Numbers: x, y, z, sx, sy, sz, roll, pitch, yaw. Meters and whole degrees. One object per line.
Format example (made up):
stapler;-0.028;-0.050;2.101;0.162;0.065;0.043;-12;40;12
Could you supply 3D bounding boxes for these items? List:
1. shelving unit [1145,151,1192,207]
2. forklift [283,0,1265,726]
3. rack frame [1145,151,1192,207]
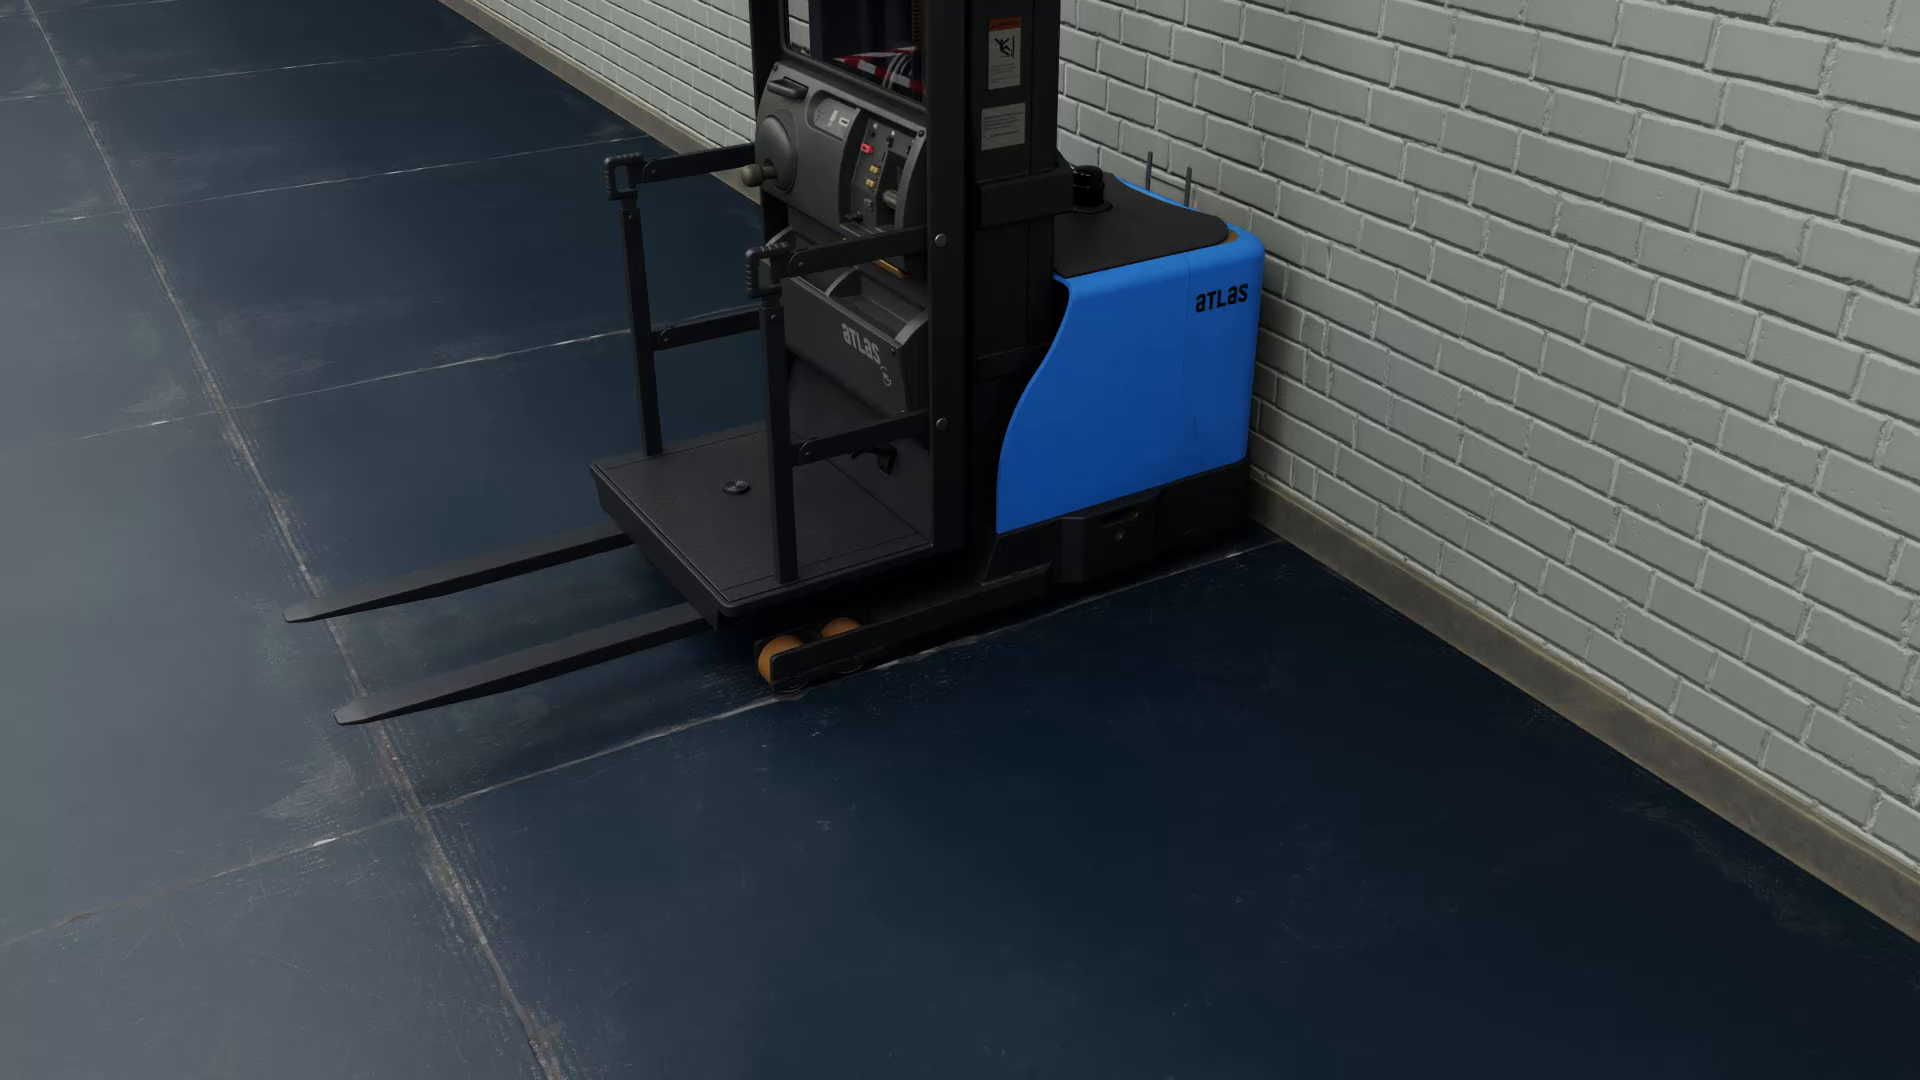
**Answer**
shelving unit;0.764;-0.763;5.889;0.189;1.200;0.258;-14;32;-27
forklift;-0.536;-1.123;4.751;3.031;2.935;1.130;-17;33;-28
rack frame;0.685;-0.743;5.848;0.006;1.200;0.240;-14;32;-27
